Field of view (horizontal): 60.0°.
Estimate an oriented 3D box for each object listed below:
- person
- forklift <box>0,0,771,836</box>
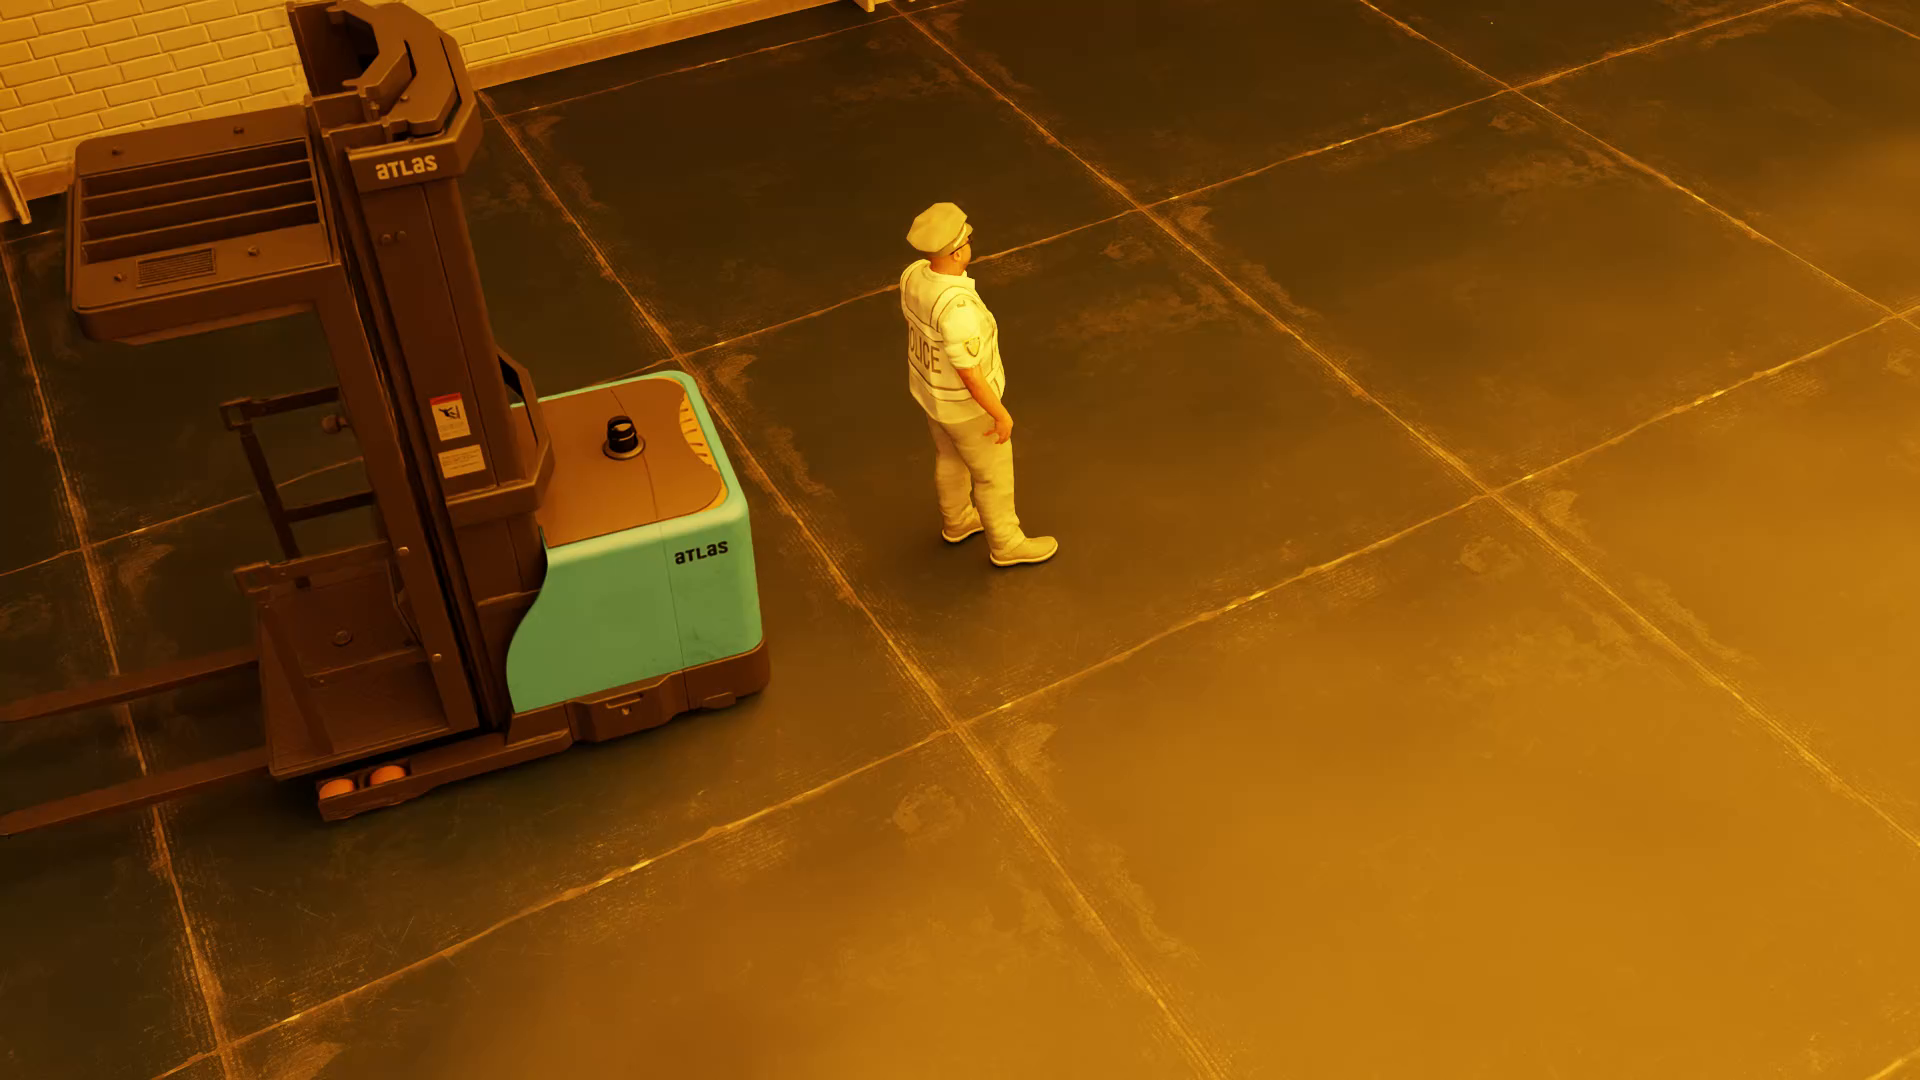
[{"bbox_3d":[0.073,-0.676,7.266,0.574,1.772,0.641,-21,47,-21],"label":"person"},{"bbox_3d":[-2.383,-0.367,6.093,3.031,2.935,1.130,-14,45,-15],"label":"forklift"}]
